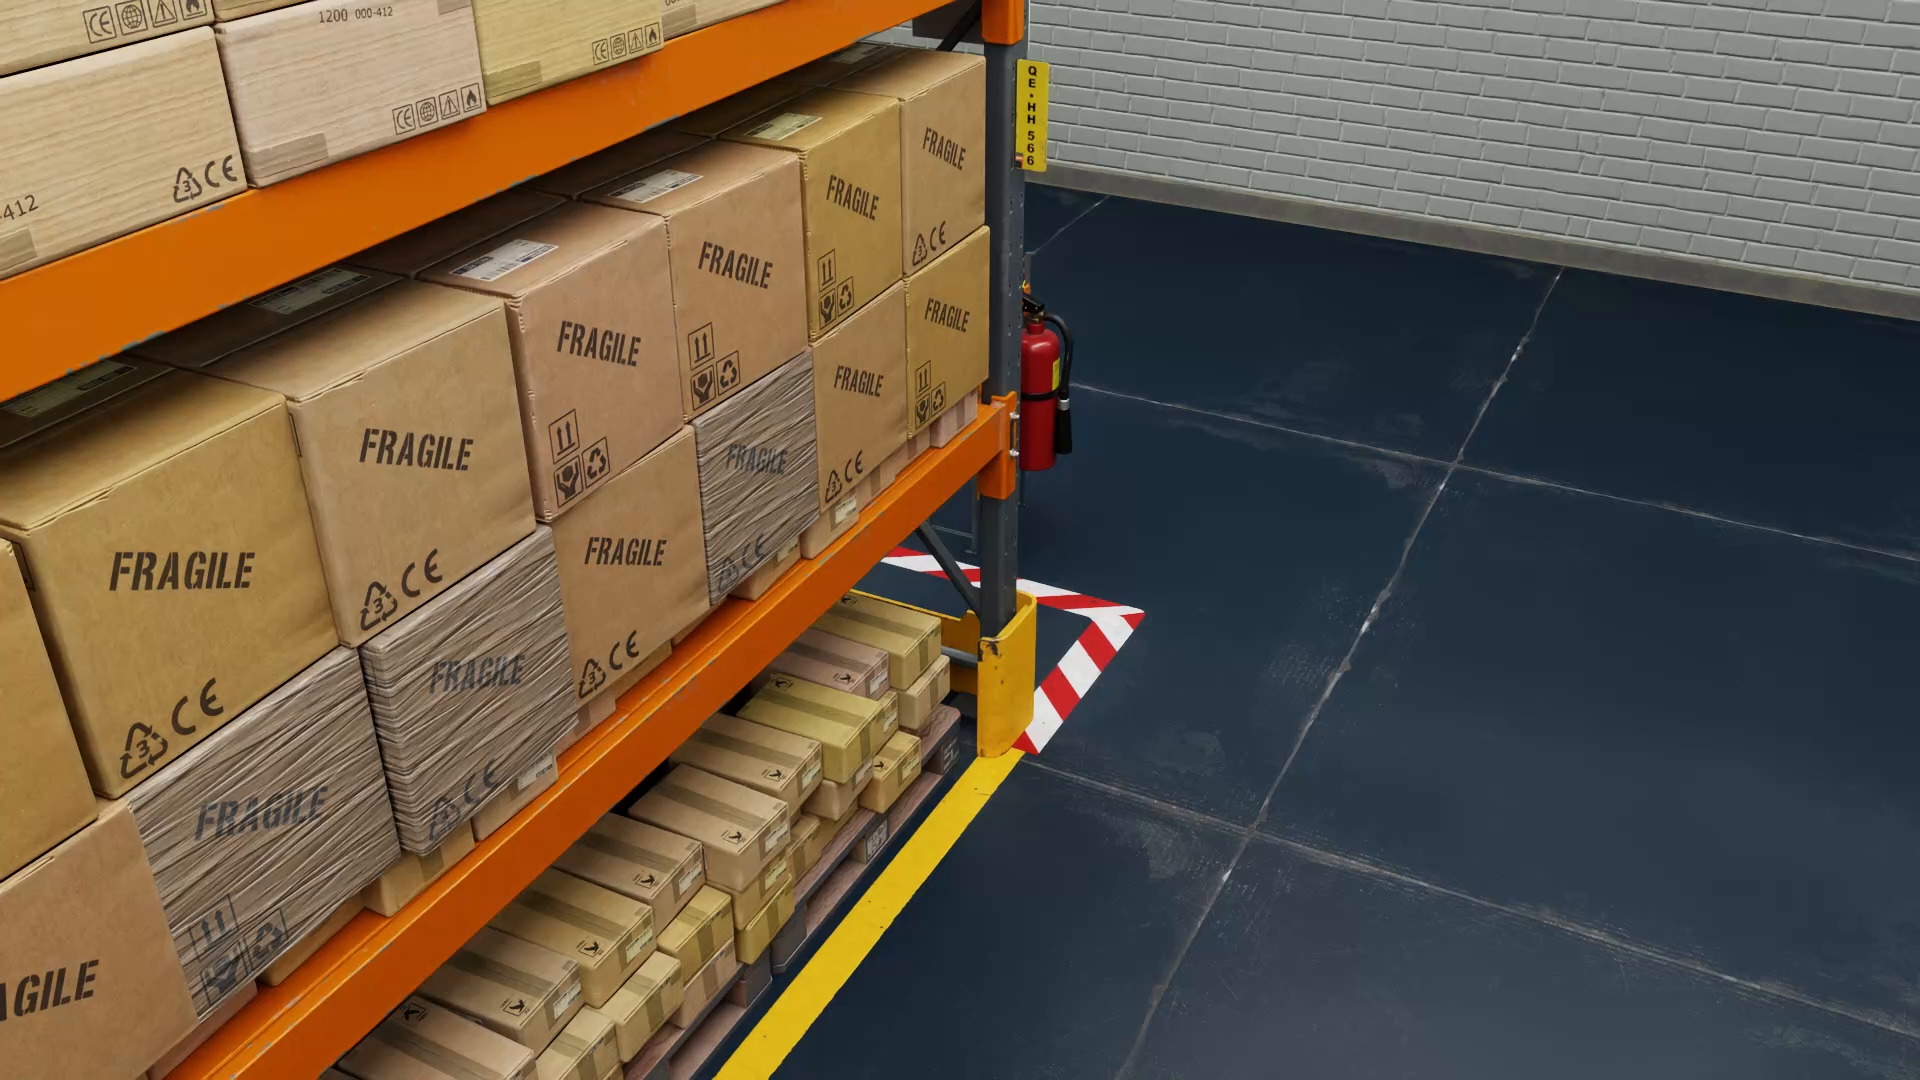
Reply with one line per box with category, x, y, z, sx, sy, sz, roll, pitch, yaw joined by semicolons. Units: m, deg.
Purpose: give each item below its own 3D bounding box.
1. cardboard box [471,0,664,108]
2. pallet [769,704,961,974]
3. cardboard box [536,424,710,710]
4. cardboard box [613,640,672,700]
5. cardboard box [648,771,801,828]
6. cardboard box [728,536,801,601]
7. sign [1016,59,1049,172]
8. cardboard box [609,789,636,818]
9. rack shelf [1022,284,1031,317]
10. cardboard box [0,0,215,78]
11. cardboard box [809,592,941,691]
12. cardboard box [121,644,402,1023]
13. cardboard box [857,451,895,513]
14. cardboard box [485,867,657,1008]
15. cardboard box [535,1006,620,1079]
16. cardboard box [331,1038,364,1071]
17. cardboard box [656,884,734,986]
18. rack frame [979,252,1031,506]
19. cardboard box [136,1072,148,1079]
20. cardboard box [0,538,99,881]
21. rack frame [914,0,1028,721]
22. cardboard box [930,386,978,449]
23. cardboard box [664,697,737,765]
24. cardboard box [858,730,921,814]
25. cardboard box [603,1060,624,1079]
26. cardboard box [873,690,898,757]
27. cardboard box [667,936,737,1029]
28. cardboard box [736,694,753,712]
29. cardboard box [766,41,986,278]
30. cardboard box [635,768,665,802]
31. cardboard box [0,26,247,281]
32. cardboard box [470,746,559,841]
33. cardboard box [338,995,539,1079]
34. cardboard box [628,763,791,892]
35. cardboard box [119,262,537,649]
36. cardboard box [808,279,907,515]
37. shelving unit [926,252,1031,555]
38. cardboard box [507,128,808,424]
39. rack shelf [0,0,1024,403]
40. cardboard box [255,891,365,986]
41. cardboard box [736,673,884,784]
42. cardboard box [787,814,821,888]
cardboard box;-0.931;-1.047;3.199;0.500;0.250;0.500;16;33;25
pallet;-0.707;0.837;5.580;1.003;0.211;1.213;14;33;23
cardboard box;-0.944;0.000;3.838;0.500;0.500;0.500;16;34;26
cardboard box;-0.939;0.232;4.086;0.380;0.149;0.250;15;33;24
cardboard box;-0.706;0.793;5.000;0.380;0.149;0.250;14;33;23
cardboard box;-0.657;0.005;4.482;0.380;0.149;0.250;13;32;21
sign;0.214;-1.262;4.956;0.100;0.325;0.005;14;33;23
cardboard box;-1.195;0.807;4.975;0.380;0.149;0.250;13;32;21
rack shelf;0.075;-0.934;6.883;0.258;0.148;0.480;14;33;23
cardboard box;-1.429;-0.816;2.295;0.500;0.250;0.500;14;33;23
cardboard box;-0.286;0.331;5.506;0.380;0.149;0.250;15;33;24
cardboard box;-1.424;0.460;3.038;0.500;0.500;0.500;14;33;23
cardboard box;-0.415;-0.224;4.880;0.380;0.149;0.250;14;33;23
cardboard box;-1.017;1.019;4.307;0.380;0.149;0.250;14;33;24
cardboard box;-1.085;1.271;4.167;0.380;0.149;0.250;14;33;23
cardboard box;-1.713;1.277;4.156;0.380;0.149;0.250;15;33;24
cardboard box;-0.850;1.039;4.571;0.380;0.149;0.250;16;34;26
rack frame;0.187;-0.702;7.267;0.240;1.200;0.015;14;33;23
cardboard box;-1.621;0.942;2.850;0.380;0.149;0.250;15;33;25
cardboard box;-1.670;0.265;2.374;0.500;0.500;0.500;15;33;24
rack frame;-0.271;-0.758;5.557;1.000;3.000;0.127;14;33;23
cardboard box;-0.167;-0.440;5.257;0.380;0.149;0.250;14;33;23
cardboard box;-0.945;0.579;5.373;0.380;0.149;0.250;15;33;24
cardboard box;-0.352;0.714;5.435;0.380;0.149;0.250;15;33;25
cardboard box;-1.086;1.397;4.247;0.380;0.149;0.250;13;32;22
cardboard box;-0.424;0.570;5.388;0.380;0.149;0.250;14;33;22
cardboard box;-0.852;1.168;4.645;0.380;0.149;0.250;15;33;24
cardboard box;-0.841;0.591;5.650;0.380;0.149;0.250;14;33;23
cardboard box;-0.258;-1.104;4.758;0.500;0.500;0.500;14;33;22
cardboard box;-1.162;0.791;5.302;0.380;0.149;0.250;15;33;24
cardboard box;-1.427;-0.590;2.403;0.500;0.250;0.500;14;33;23
cardboard box;-1.116;0.478;3.657;0.380;0.149;0.250;16;33;25
cardboard box;-1.215;1.259;3.889;0.380;0.149;0.250;15;33;24
cardboard box;-0.704;0.805;4.680;0.380;0.149;0.250;16;33;25
cardboard box;-1.191;-0.185;3.157;0.500;0.500;0.500;15;33;24
cardboard box;-0.485;-0.445;4.614;0.500;0.500;0.500;14;33;22
shelving unit;0.075;-0.594;7.079;0.258;1.200;0.503;14;33;23
cardboard box;-0.717;-0.647;3.962;0.500;0.500;0.500;16;34;26
rack shelf;-1.182;-0.860;3.446;1.077;0.370;4.000;14;33;23
cardboard box;-1.417;0.693;3.284;0.380;0.149;0.250;13;32;21
cardboard box;-0.457;0.573;5.084;0.380;0.149;0.250;14;33;22
cardboard box;-0.650;0.924;5.070;0.380;0.149;0.250;15;33;24
